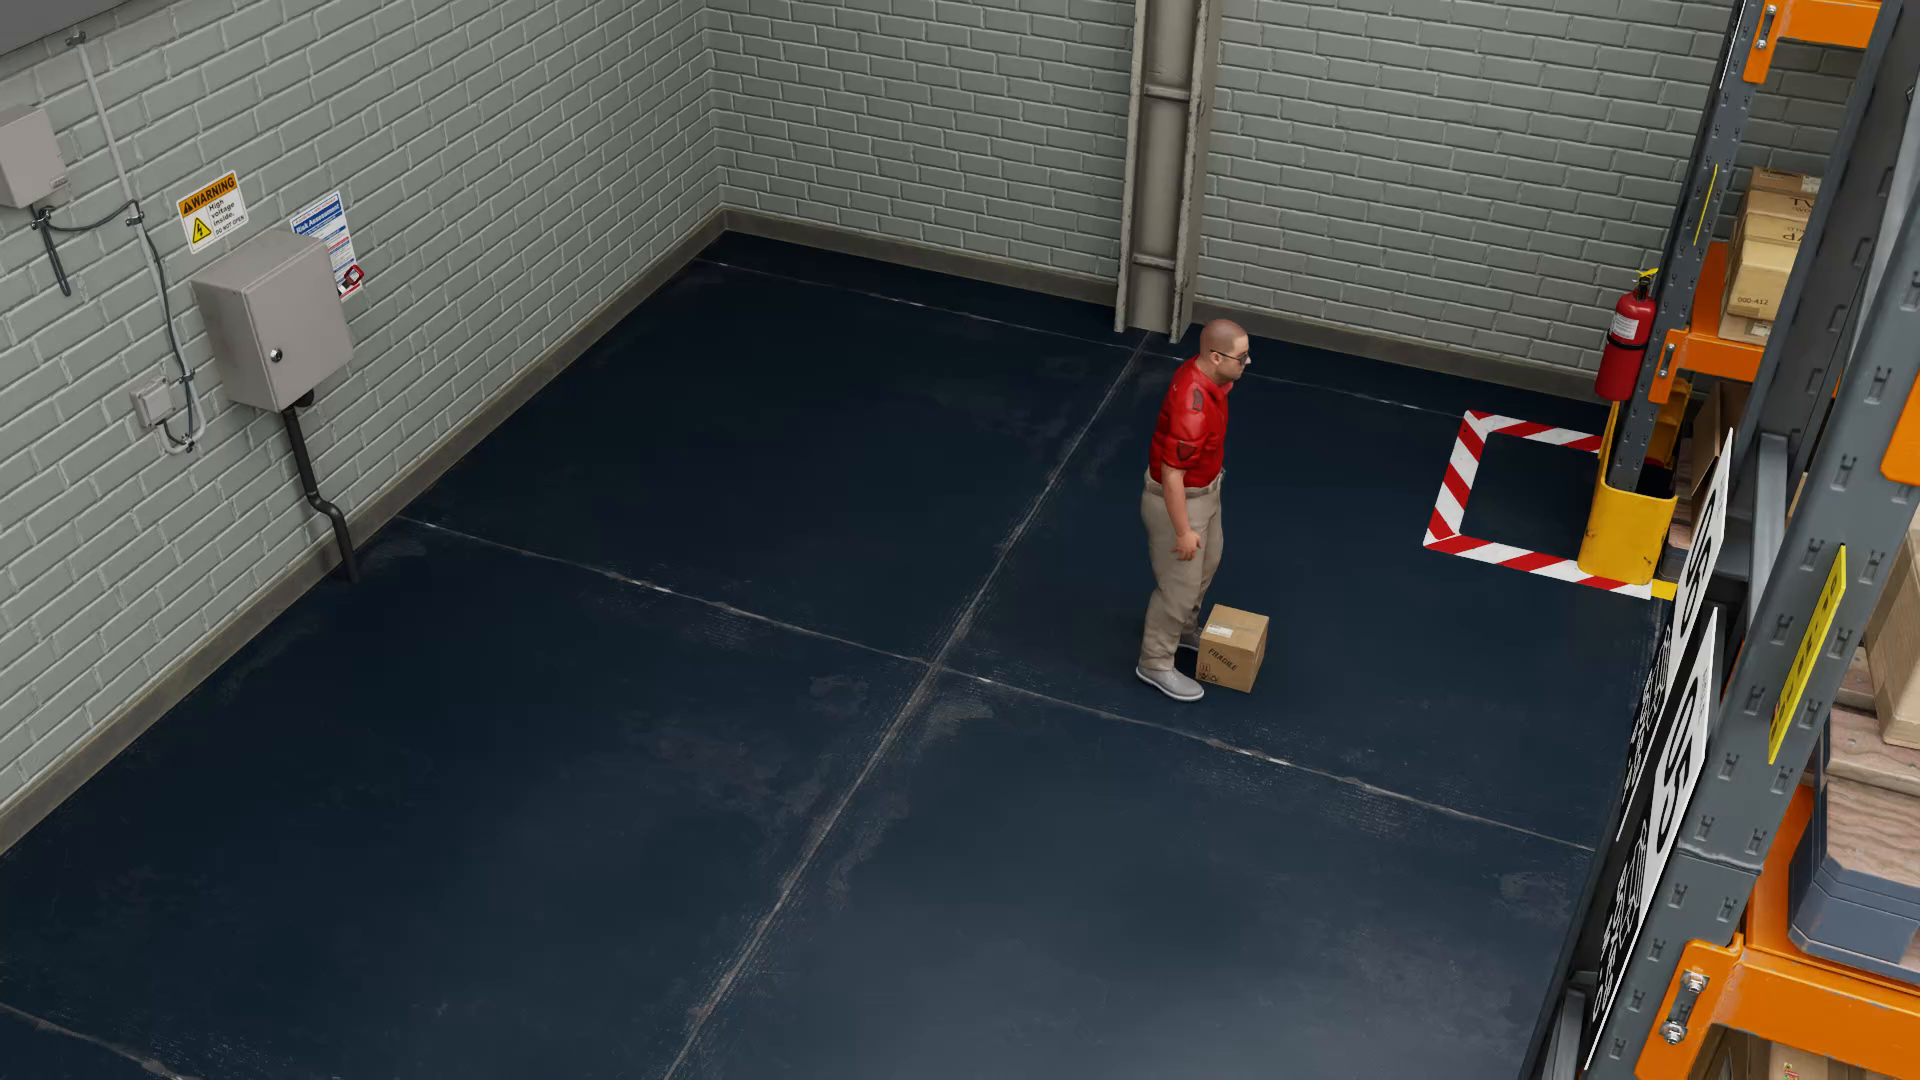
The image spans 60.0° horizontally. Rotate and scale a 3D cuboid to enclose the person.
[{"bbox_3d":[0.998,-0.161,7.043,0.432,1.727,0.606,12,39,15],"label":"person"}]
